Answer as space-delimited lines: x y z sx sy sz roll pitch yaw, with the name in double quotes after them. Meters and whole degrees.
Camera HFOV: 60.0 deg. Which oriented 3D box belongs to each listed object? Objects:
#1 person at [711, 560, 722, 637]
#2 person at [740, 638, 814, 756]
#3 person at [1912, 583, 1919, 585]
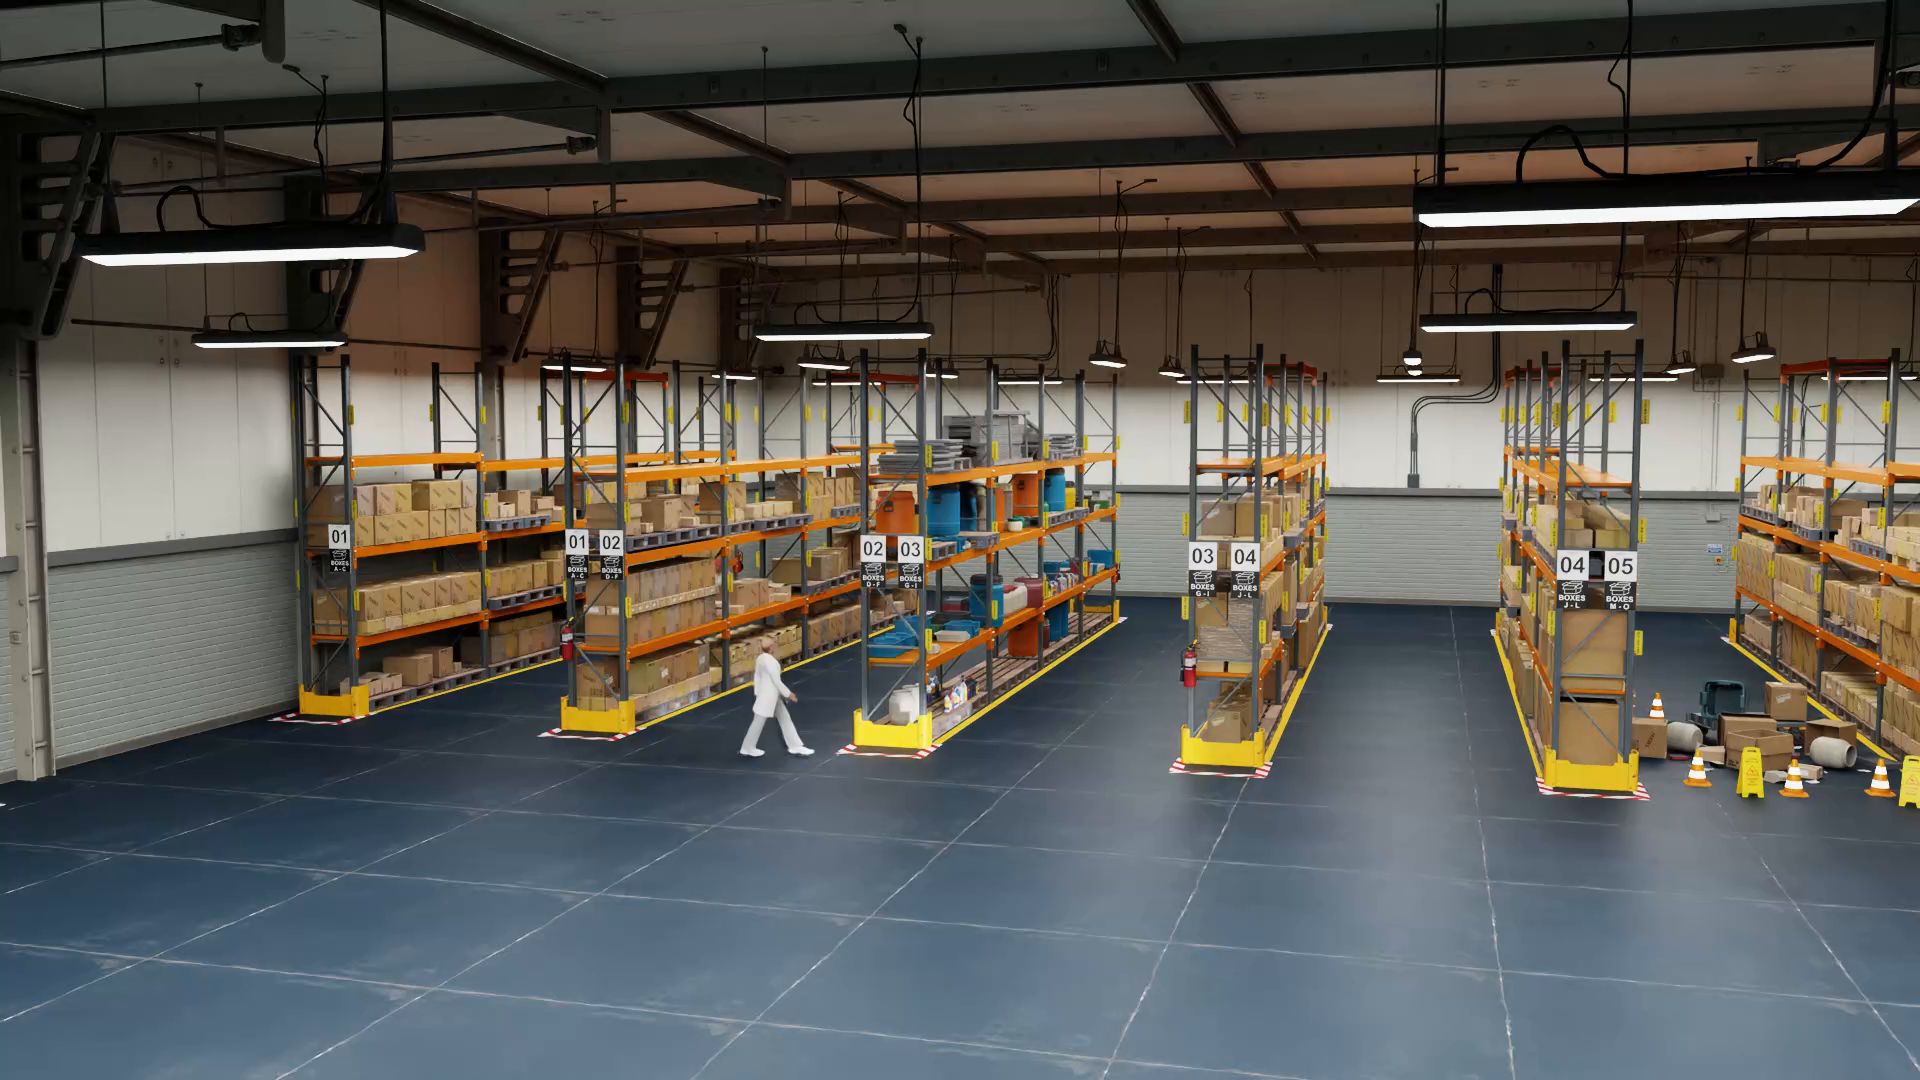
-5.498 1.311 37.262 0.485 1.738 0.995 2 5 20 "person"
-2.685 2.308 24.179 1.063 1.688 0.552 1 4 7 "person"
19.670 1.605 34.247 0.420 1.673 0.477 2 5 24 "person"
